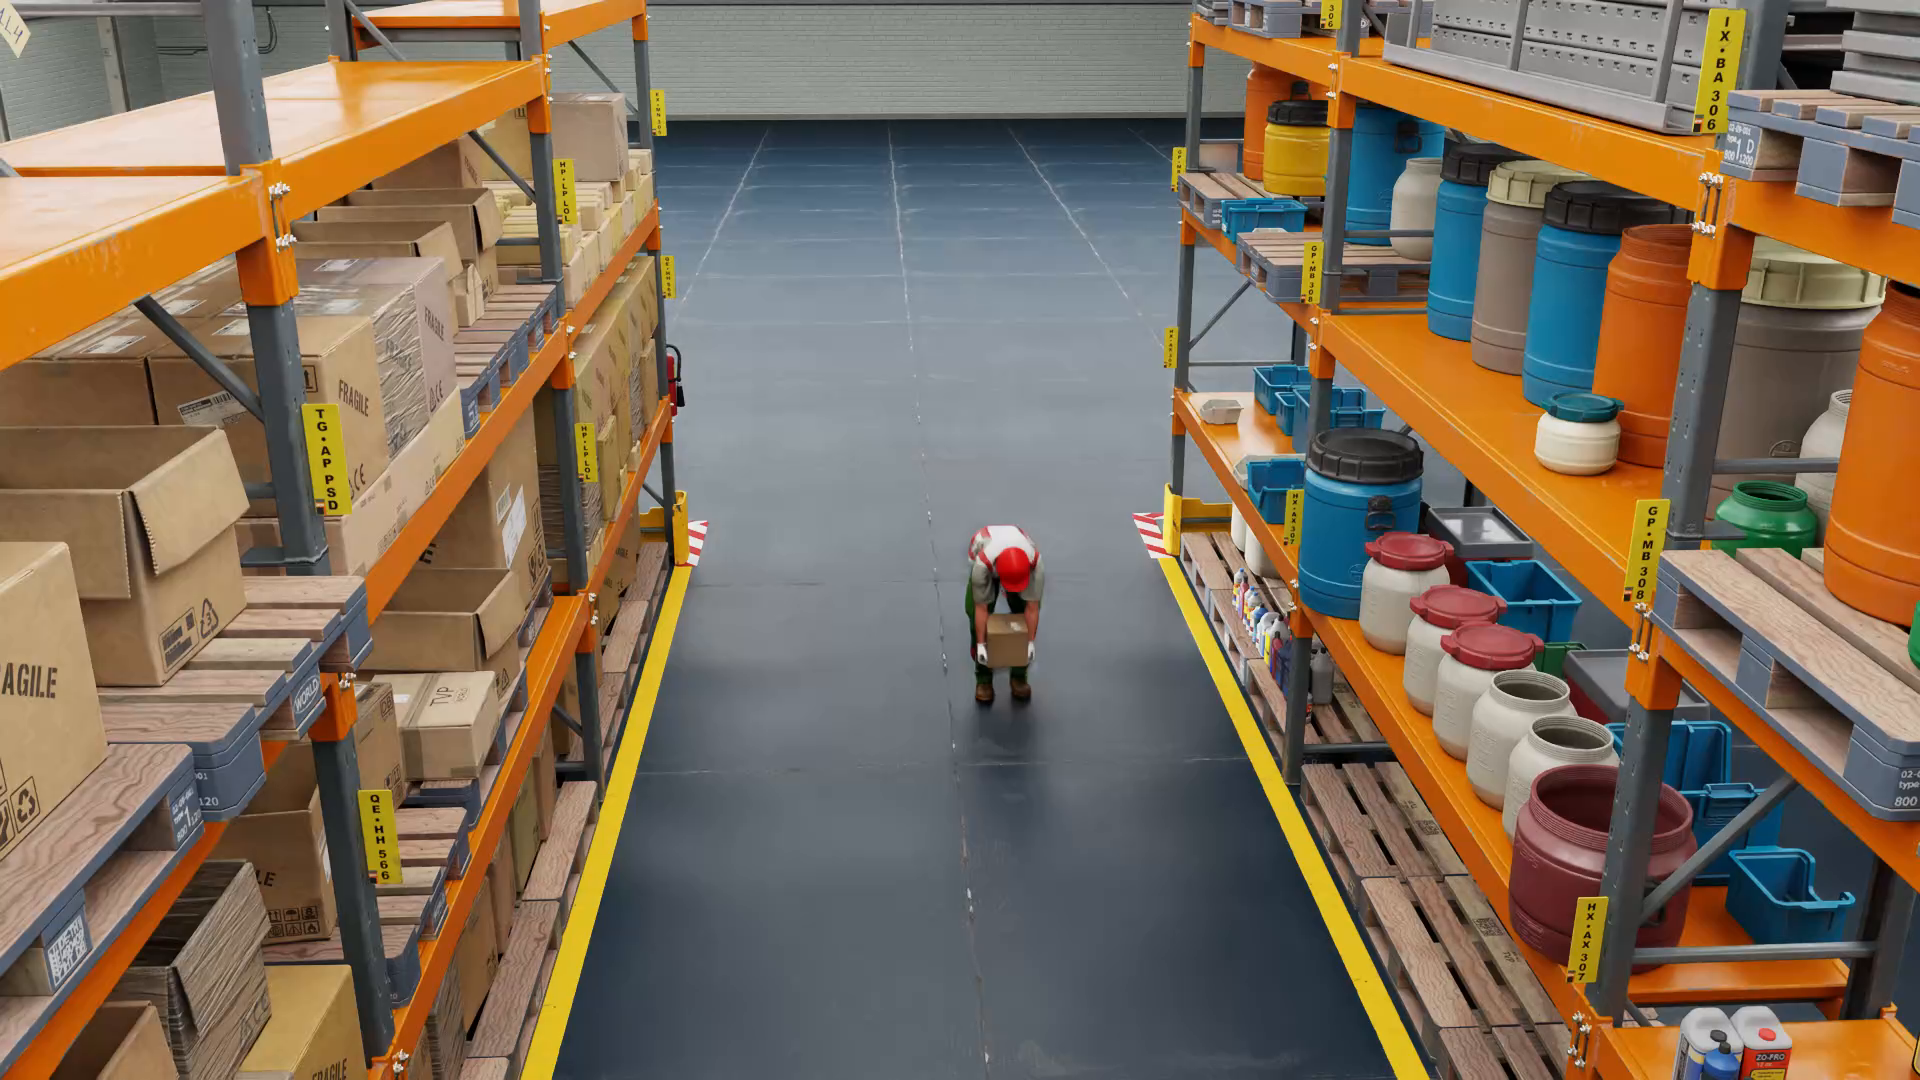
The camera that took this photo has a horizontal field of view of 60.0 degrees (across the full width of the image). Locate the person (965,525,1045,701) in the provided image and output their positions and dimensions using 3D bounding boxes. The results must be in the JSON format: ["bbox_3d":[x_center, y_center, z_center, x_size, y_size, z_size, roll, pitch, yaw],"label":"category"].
[{"bbox_3d":[0.291,0.492,10.524,0.489,1.218,0.949,-2,20,-5],"label":"person"}]
